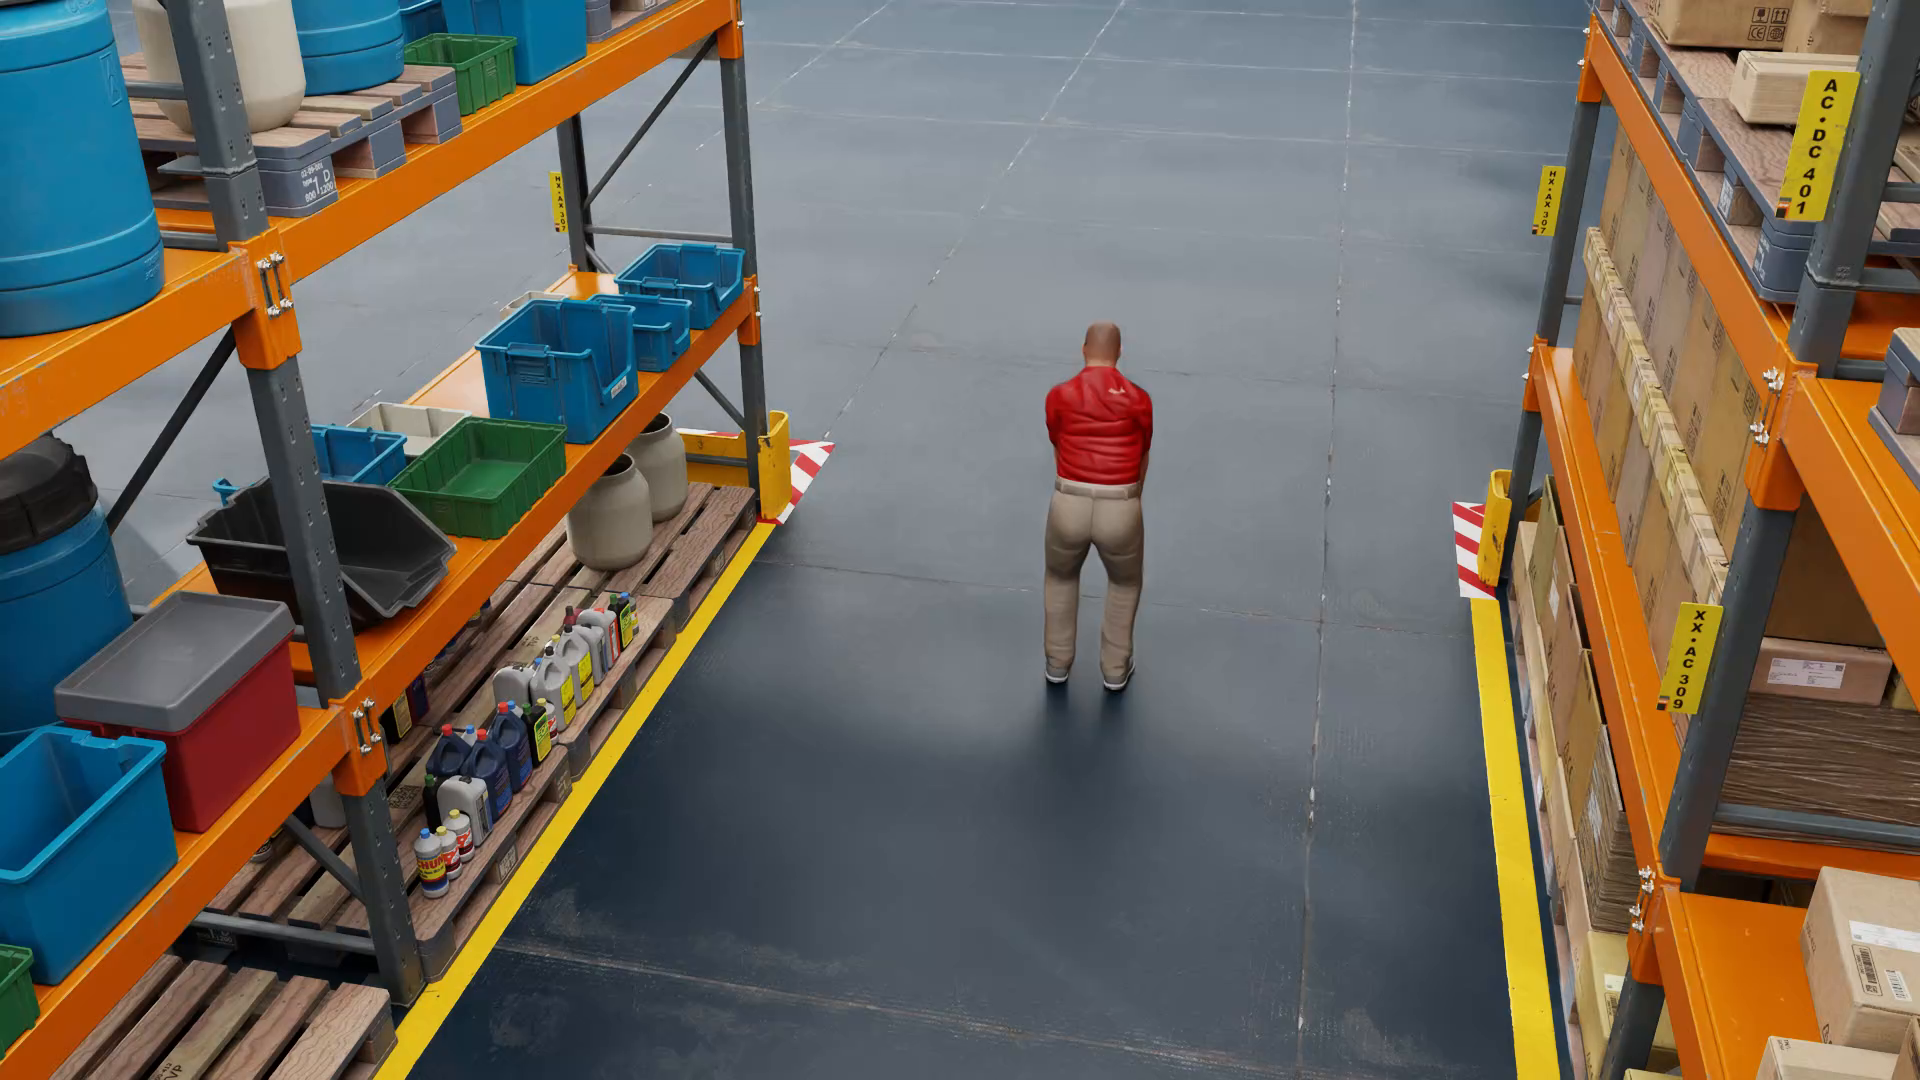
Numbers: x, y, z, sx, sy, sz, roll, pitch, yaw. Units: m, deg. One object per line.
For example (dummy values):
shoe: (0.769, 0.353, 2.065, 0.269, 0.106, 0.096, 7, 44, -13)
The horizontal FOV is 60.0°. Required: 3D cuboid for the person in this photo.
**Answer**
person: (0.606, -0.155, 7.481, 0.481, 1.684, 0.593, 5, 29, 10)
